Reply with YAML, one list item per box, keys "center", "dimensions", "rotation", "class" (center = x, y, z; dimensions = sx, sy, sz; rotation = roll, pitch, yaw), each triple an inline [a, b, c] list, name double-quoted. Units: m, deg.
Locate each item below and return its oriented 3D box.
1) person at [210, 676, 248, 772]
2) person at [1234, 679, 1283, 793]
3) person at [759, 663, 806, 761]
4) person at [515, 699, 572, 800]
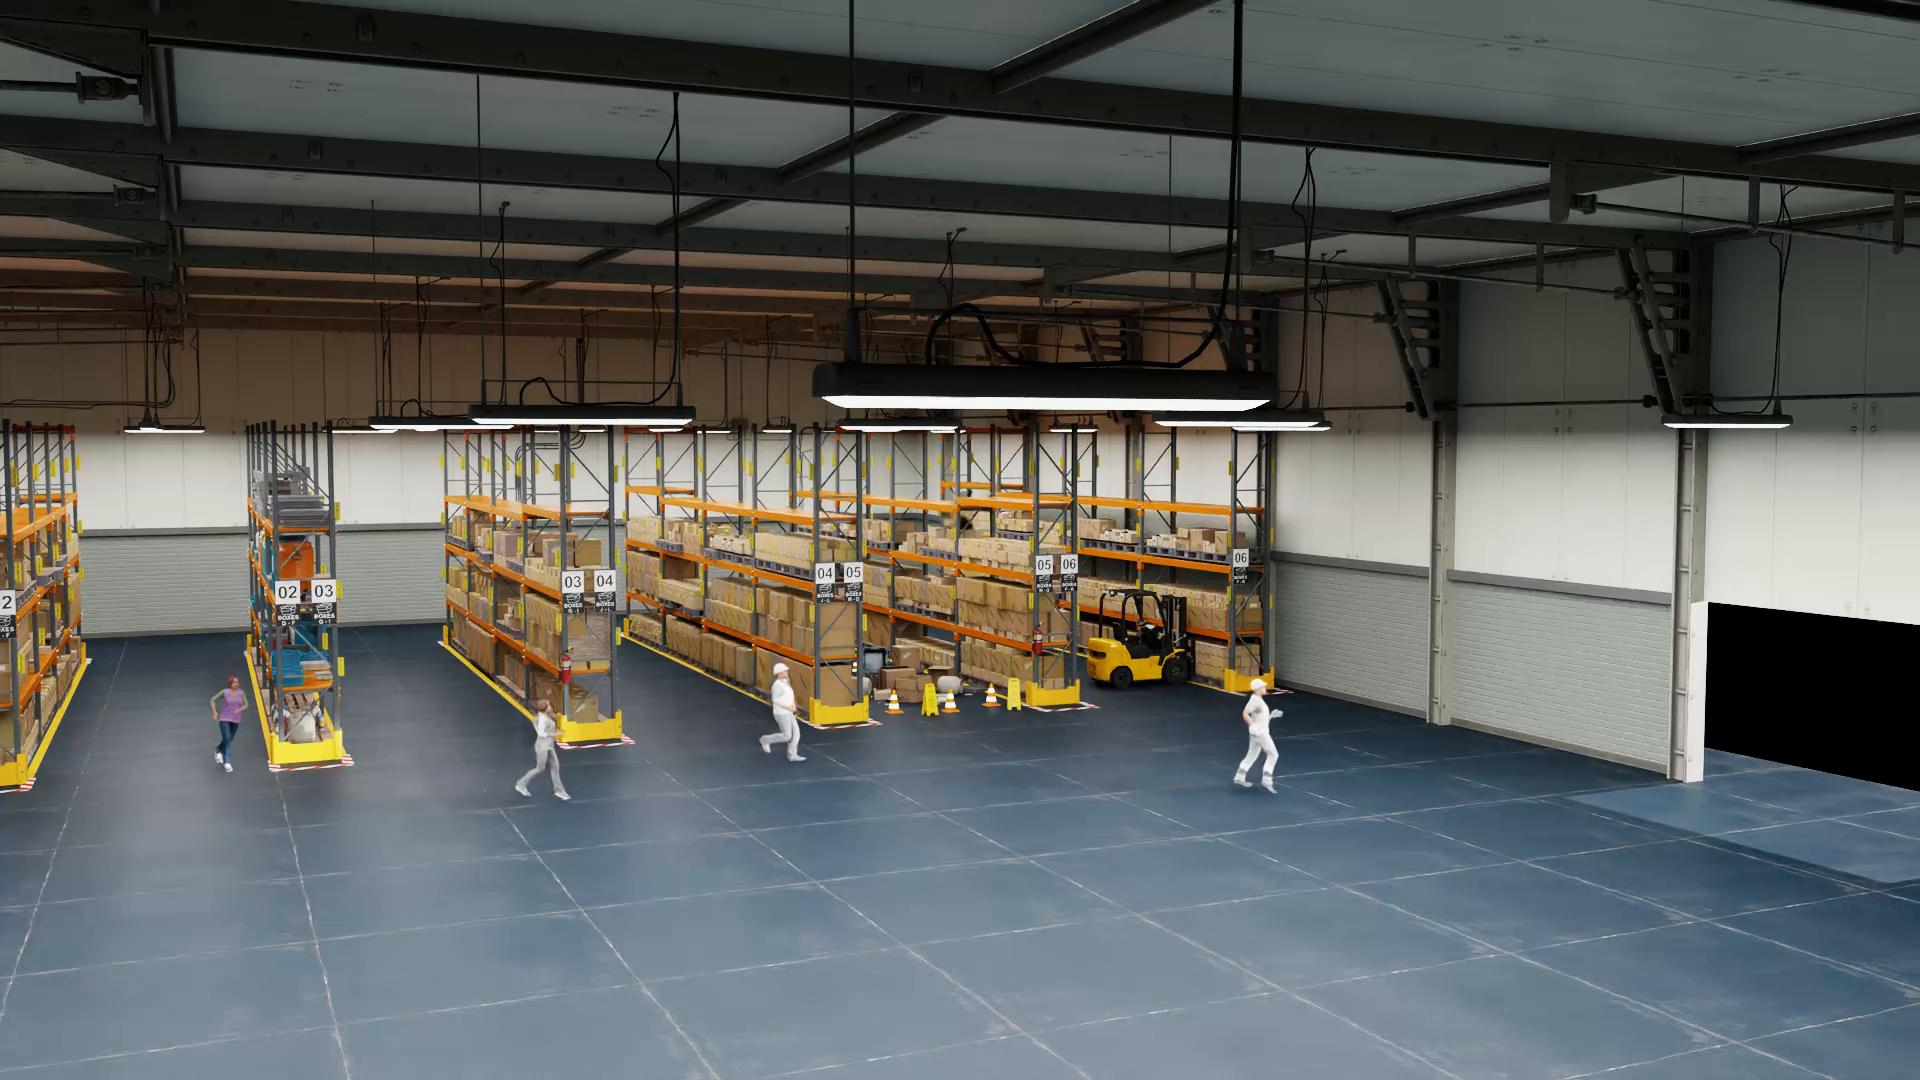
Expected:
- center: [-12.570, 3.131, 28.663]
  dimensions: [0.580, 1.580, 0.886]
  rotation: [-4, 5, -45]
  class: "person"
- center: [4.809, 3.155, 26.749]
  dimensions: [0.774, 1.846, 0.643]
  rotation: [0, 4, 3]
  class: "person"
- center: [-3.117, 3.035, 29.282]
  dimensions: [0.808, 1.737, 0.677]
  rotation: [1, 4, 10]
  class: "person"
- center: [-6.530, 3.332, 26.027]
  dimensions: [0.863, 1.519, 0.534]
  rotation: [0, 4, -1]
  class: "person"
